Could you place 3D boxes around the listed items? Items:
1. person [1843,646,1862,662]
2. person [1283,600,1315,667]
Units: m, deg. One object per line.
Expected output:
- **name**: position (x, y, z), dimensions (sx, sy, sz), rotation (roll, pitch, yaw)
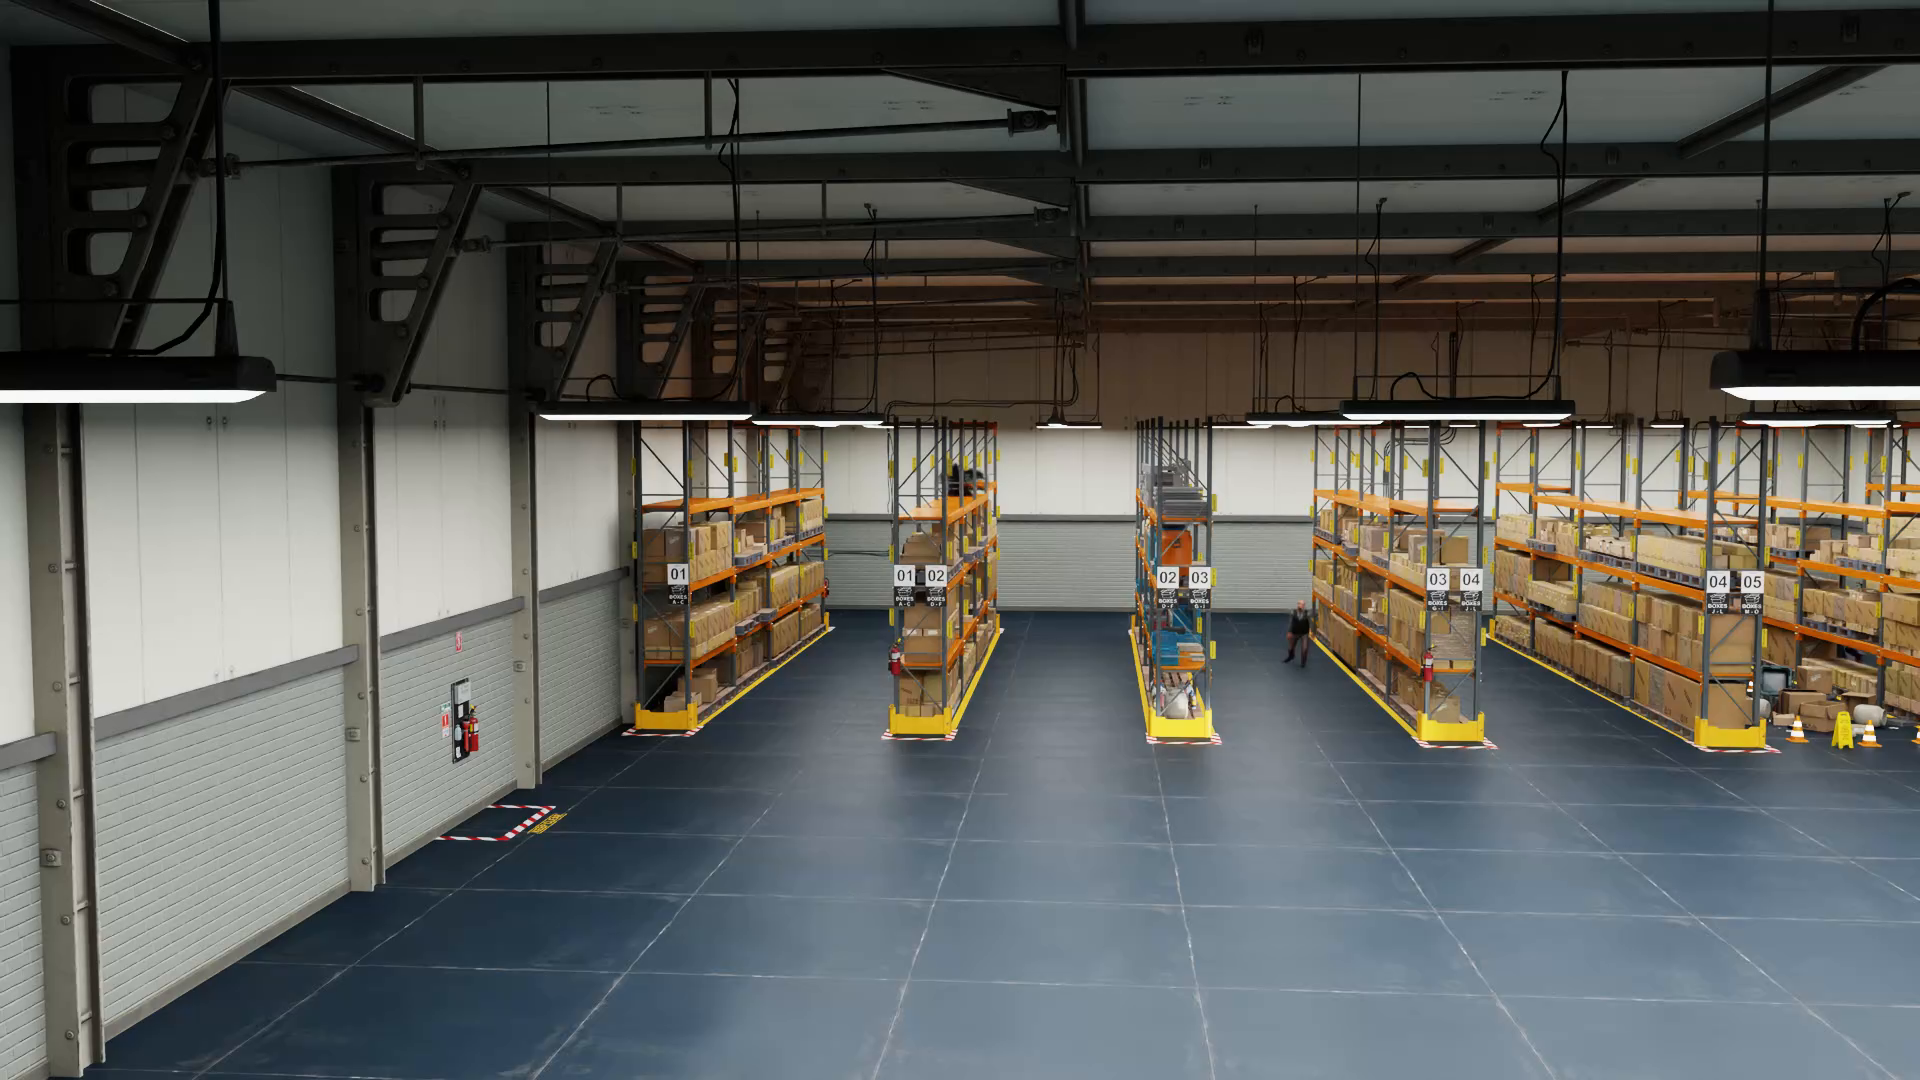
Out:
- **person**: position (21.522, 2.309, 40.250), dimensions (0.616, 1.602, 0.642), rotation (0, 4, -7)
- **person**: position (8.247, 2.256, 40.425), dimensions (0.788, 1.643, 0.610), rotation (1, 4, 17)
